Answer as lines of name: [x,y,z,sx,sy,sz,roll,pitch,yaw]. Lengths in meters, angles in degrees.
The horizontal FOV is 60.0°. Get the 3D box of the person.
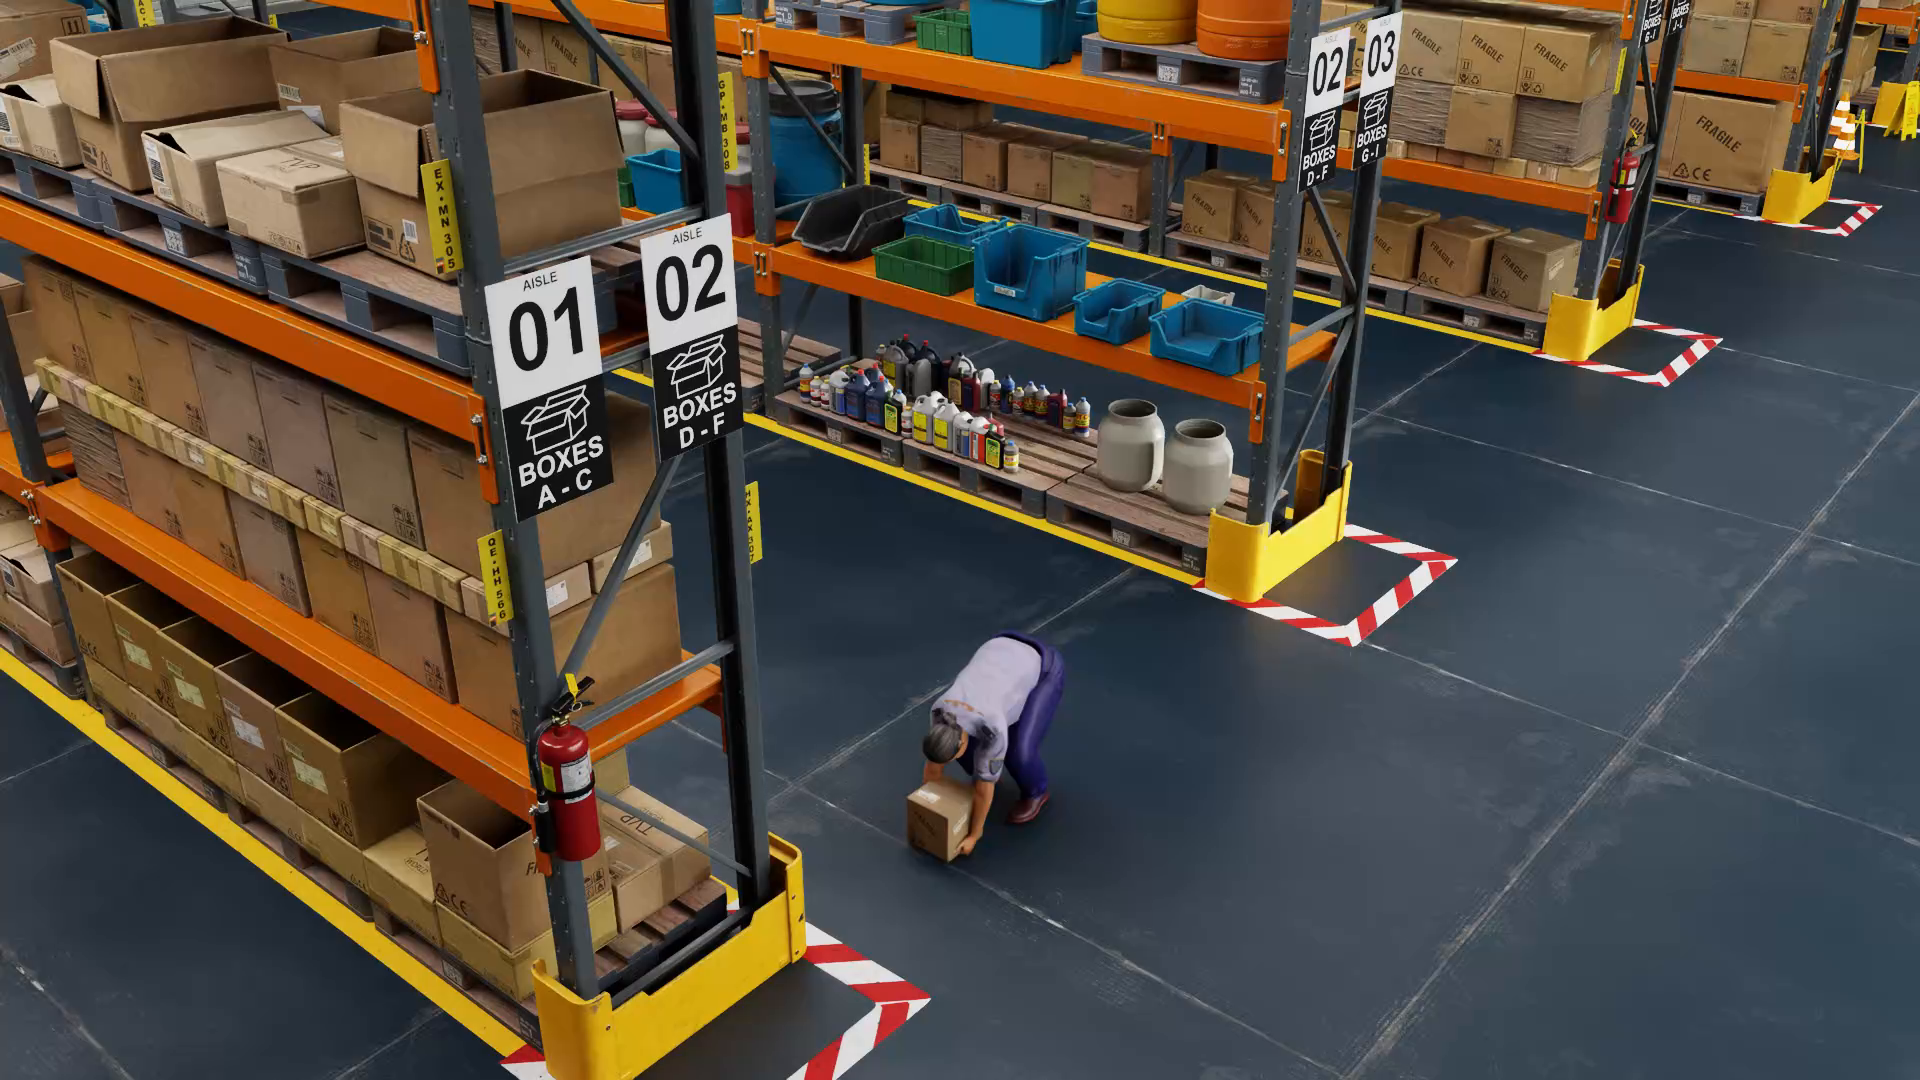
person: [0.130,0.933,7.721,0.513,0.841,0.899,19,33,32]
